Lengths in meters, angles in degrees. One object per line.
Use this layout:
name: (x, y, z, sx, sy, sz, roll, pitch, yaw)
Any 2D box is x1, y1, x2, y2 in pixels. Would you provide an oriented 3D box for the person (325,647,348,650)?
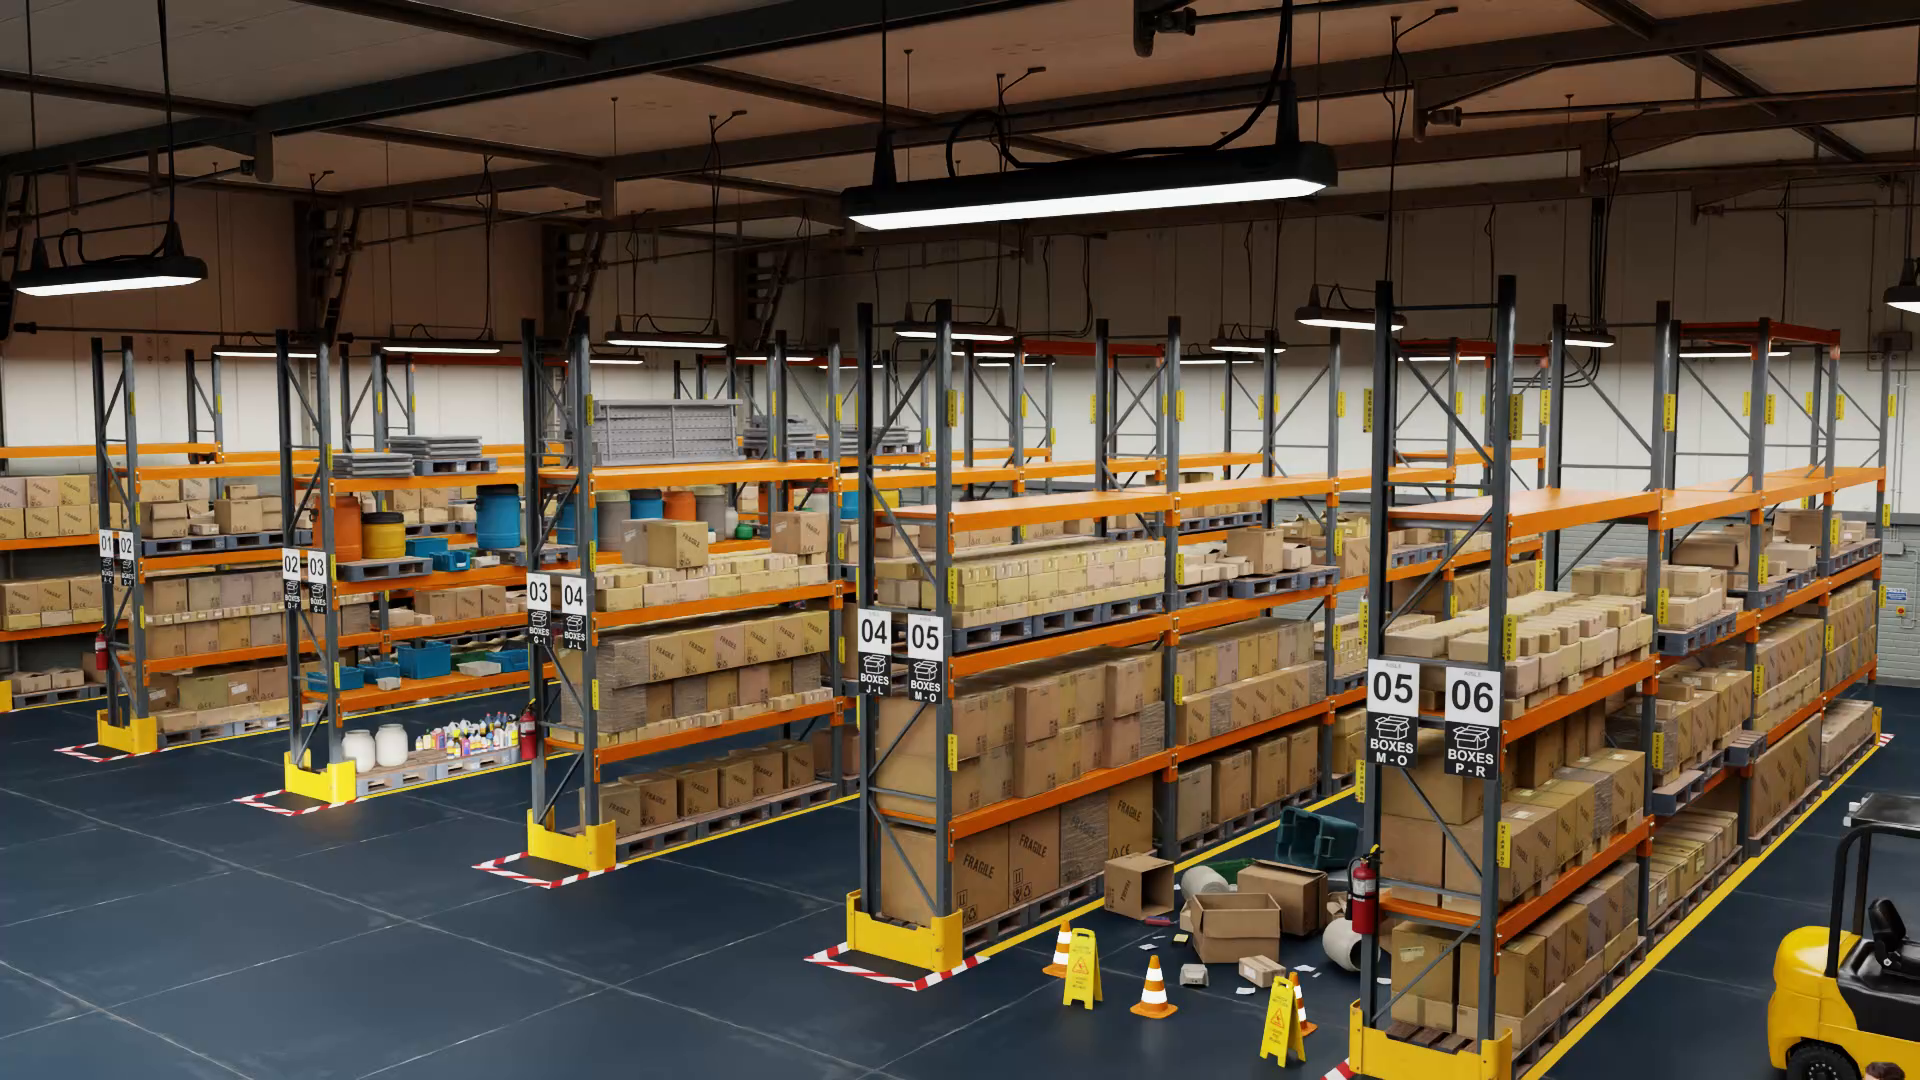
person: (-11.638, 1.580, 30.868, 0.498, 1.761, 0.558, -4, 6, -36)

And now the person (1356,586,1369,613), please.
person: (7.860, 1.588, 31.467, 0.719, 1.683, 0.687, -5, 7, -44)

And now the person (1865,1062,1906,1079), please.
person: (4.836, 3.569, 8.887, 1.079, 1.608, 0.471, -1, 5, -12)
